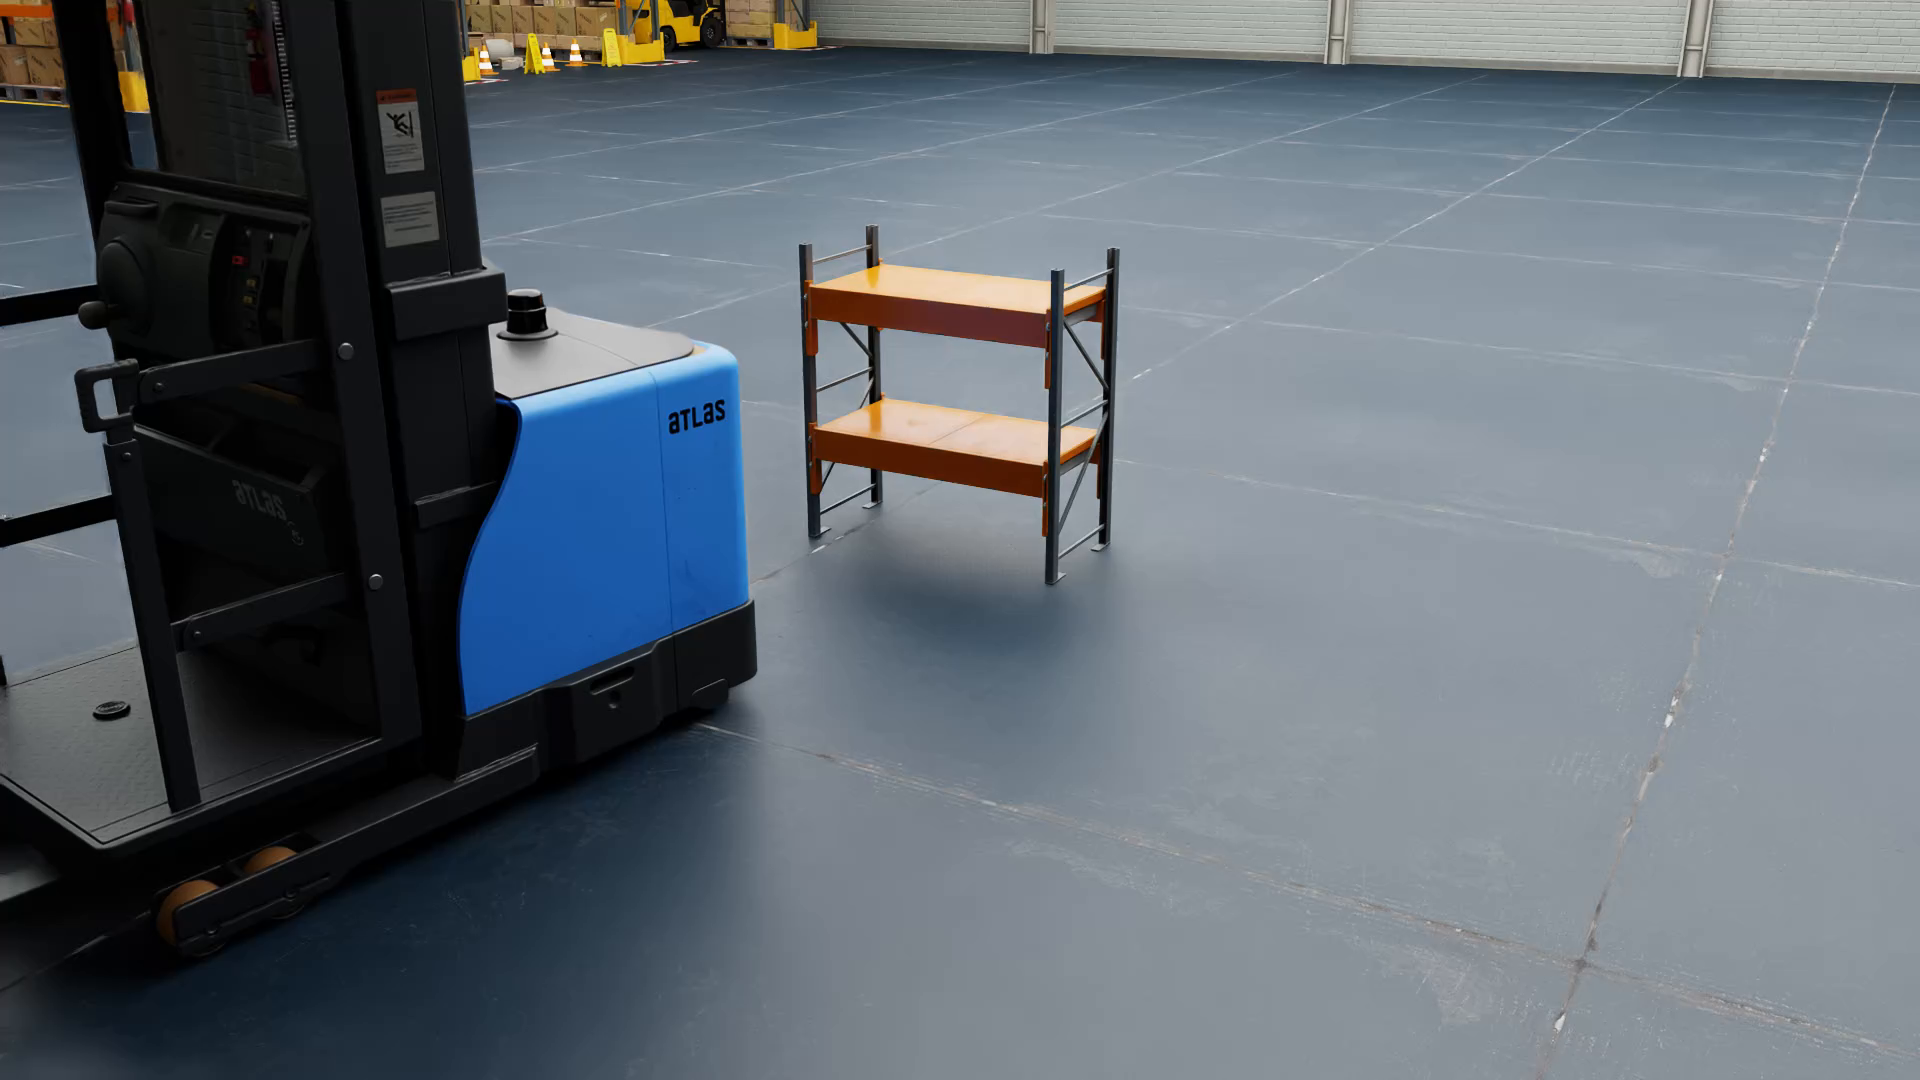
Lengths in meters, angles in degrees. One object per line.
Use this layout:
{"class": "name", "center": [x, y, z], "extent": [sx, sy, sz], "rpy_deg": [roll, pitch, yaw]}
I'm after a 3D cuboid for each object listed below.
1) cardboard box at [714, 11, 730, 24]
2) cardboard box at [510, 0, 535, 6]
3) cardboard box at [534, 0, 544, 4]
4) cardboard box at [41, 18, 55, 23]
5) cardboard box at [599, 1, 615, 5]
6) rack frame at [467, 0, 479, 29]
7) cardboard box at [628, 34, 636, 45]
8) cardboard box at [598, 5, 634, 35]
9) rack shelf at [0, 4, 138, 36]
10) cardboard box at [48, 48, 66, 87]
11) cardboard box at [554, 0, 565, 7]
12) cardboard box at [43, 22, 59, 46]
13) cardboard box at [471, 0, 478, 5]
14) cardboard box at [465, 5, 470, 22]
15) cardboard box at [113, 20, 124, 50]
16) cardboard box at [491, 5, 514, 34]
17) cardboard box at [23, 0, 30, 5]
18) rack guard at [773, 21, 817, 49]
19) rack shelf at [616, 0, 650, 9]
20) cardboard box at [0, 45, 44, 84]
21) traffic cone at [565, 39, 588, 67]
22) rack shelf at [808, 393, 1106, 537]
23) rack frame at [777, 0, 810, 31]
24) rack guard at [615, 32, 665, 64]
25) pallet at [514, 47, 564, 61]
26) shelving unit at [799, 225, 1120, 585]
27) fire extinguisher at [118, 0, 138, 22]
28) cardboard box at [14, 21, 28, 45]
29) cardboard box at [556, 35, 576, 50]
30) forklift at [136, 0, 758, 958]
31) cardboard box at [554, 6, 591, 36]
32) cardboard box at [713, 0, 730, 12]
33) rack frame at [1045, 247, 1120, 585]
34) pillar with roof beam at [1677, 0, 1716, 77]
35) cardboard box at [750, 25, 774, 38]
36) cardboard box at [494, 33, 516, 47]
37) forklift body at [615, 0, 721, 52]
{"class": "cardboard box", "center": [-4.917, -10.992, 34.952], "extent": [0.500, 0.250, 0.500], "rpy_deg": [10, 22, 26]}
{"class": "cardboard box", "center": [-8.207, -10.101, 31.179], "extent": [0.250, 0.149, 0.380], "rpy_deg": [12, 23, 30]}
{"class": "cardboard box", "center": [-9.318, -11.895, 37.626], "extent": [0.625, 0.625, 0.875], "rpy_deg": [12, 23, 29]}
{"class": "cardboard box", "center": [-16.345, -9.551, 30.247], "extent": [0.500, 0.250, 0.500], "rpy_deg": [11, 23, 28]}
{"class": "cardboard box", "center": [-7.400, -11.528, 36.613], "extent": [0.625, 0.625, 0.875], "rpy_deg": [12, 23, 30]}
{"class": "rack frame", "center": [-9.354, -10.886, 31.977], "extent": [0.053, 2.616, 0.949], "rpy_deg": [11, 23, 27]}
{"class": "cardboard box", "center": [-6.433, -9.341, 31.134], "extent": [0.500, 0.250, 0.500], "rpy_deg": [11, 22, 27]}
{"class": "cardboard box", "center": [-6.454, -9.697, 31.017], "extent": [0.500, 0.500, 0.500], "rpy_deg": [10, 22, 26]}
{"class": "rack shelf", "center": [-12.443, -7.264, 23.047], "extent": [4.000, 0.370, 1.077], "rpy_deg": [11, 23, 27]}
{"class": "cardboard box", "center": [-12.310, -6.600, 23.210], "extent": [0.500, 0.500, 0.500], "rpy_deg": [13, 24, 32]}
{"class": "cardboard box", "center": [-7.262, -9.921, 30.683], "extent": [0.250, 0.149, 0.380], "rpy_deg": [11, 23, 28]}
{"class": "cardboard box", "center": [-16.327, -9.201, 30.382], "extent": [0.500, 0.500, 0.500], "rpy_deg": [12, 23, 29]}
{"class": "cardboard box", "center": [-10.985, -12.363, 38.146], "extent": [0.250, 0.149, 0.380], "rpy_deg": [10, 22, 25]}
{"class": "cardboard box", "center": [-11.336, -12.144, 38.493], "extent": [0.500, 0.500, 0.500], "rpy_deg": [10, 22, 26]}
{"class": "cardboard box", "center": [-14.686, -9.072, 29.658], "extent": [0.750, 0.750, 1.050], "rpy_deg": [10, 22, 27]}
{"class": "cardboard box", "center": [-8.499, -9.878, 31.515], "extent": [0.500, 0.500, 0.500], "rpy_deg": [12, 23, 29]}
{"class": "cardboard box", "center": [-12.592, -7.418, 22.784], "extent": [0.250, 0.149, 0.380], "rpy_deg": [11, 23, 27]}
{"class": "rack guard", "center": [-3.425, -10.519, 34.631], "extent": [0.348, 0.500, 1.175], "rpy_deg": [11, 23, 27]}
{"class": "rack shelf", "center": [-7.610, -10.214, 31.180], "extent": [4.000, 0.370, 1.077], "rpy_deg": [11, 23, 27]}
{"class": "cardboard box", "center": [-13.356, -6.786, 23.723], "extent": [0.500, 0.500, 0.500], "rpy_deg": [-17, 26, -39]}
{"class": "traffic cone", "center": [-6.868, -8.715, 29.711], "extent": [0.334, 0.463, 0.336], "rpy_deg": [11, 23, 27]}
{"class": "rack shelf", "center": [-0.006, -0.300, 6.260], "extent": [1.000, 0.278, 0.538], "rpy_deg": [11, 23, 27]}
{"class": "rack frame", "center": [-3.446, -11.698, 34.215], "extent": [0.127, 3.000, 1.000], "rpy_deg": [11, 23, 27]}
{"class": "rack guard", "center": [-5.930, -9.057, 30.601], "extent": [0.348, 0.500, 1.175], "rpy_deg": [11, 23, 27]}
{"class": "pallet", "center": [-7.683, -9.270, 31.612], "extent": [1.213, 0.211, 1.003], "rpy_deg": [11, 23, 27]}
{"class": "shelving unit", "center": [-0.006, -0.530, 6.176], "extent": [1.048, 1.125, 0.538], "rpy_deg": [11, 23, 27]}
{"class": "fire extinguisher", "center": [-10.822, -7.077, 21.589], "extent": [0.183, 0.674, 0.296], "rpy_deg": [11, 23, 27]}
{"class": "cardboard box", "center": [-17.224, -9.375, 30.861], "extent": [0.500, 0.500, 0.500], "rpy_deg": [11, 23, 28]}
{"class": "cardboard box", "center": [-7.149, -9.267, 30.931], "extent": [0.500, 0.250, 0.500], "rpy_deg": [11, 23, 27]}
{"class": "forklift", "center": [-1.935, -0.627, 3.796], "extent": [1.130, 2.935, 3.031], "rpy_deg": [15, 25, 36]}
{"class": "cardboard box", "center": [-7.148, -9.619, 30.799], "extent": [0.500, 0.500, 0.500], "rpy_deg": [12, 23, 29]}
{"class": "cardboard box", "center": [-4.895, -11.221, 34.850], "extent": [0.500, 0.250, 0.500], "rpy_deg": [11, 23, 28]}
{"class": "rack frame", "center": [0.438, -0.445, 5.943], "extent": [0.032, 1.125, 0.500], "rpy_deg": [11, 23, 27]}
{"class": "pillar with roof beam", "center": [10.000, -10.627, 22.466], "extent": [0.400, 9.000, 9.100], "rpy_deg": [11, 23, 27]}
{"class": "cardboard box", "center": [-4.011, -10.587, 34.569], "extent": [0.500, 0.250, 0.500], "rpy_deg": [11, 23, 28]}
{"class": "cardboard box", "center": [-8.501, -9.526, 31.644], "extent": [0.500, 0.250, 0.500], "rpy_deg": [12, 23, 30]}
{"class": "forklift body", "center": [-5.992, -11.071, 33.732], "extent": [1.214, 2.155, 2.313], "rpy_deg": [11, 23, 27]}
